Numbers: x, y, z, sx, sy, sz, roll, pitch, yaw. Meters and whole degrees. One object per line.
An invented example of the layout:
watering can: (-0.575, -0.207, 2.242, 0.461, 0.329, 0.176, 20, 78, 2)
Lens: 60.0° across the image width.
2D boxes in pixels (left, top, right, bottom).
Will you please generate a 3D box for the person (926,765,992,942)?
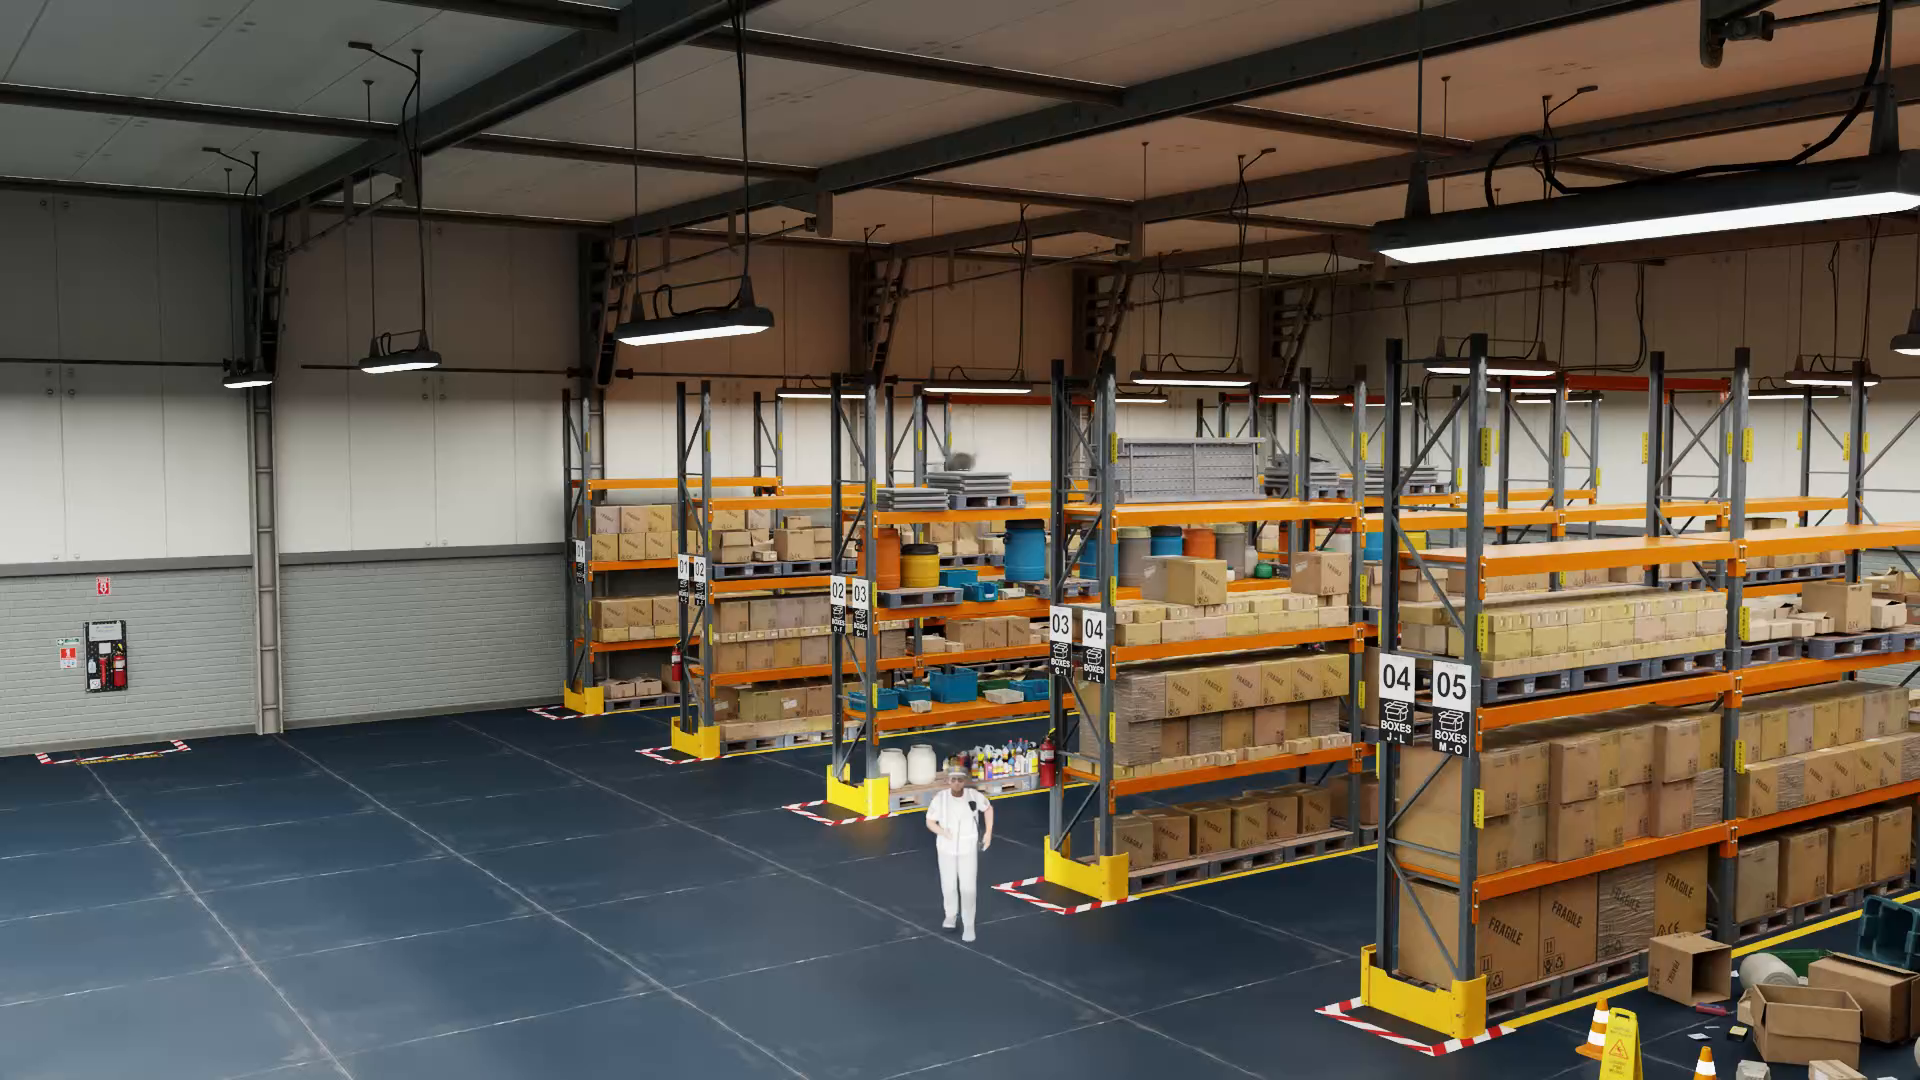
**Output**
person: (-0.007, 3.212, 17.039, 0.681, 1.861, 0.762, 0, 4, 1)

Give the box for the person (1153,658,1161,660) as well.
person: (3.466, 2.497, 28.410, 0.779, 1.683, 0.672, -2, 4, -33)
